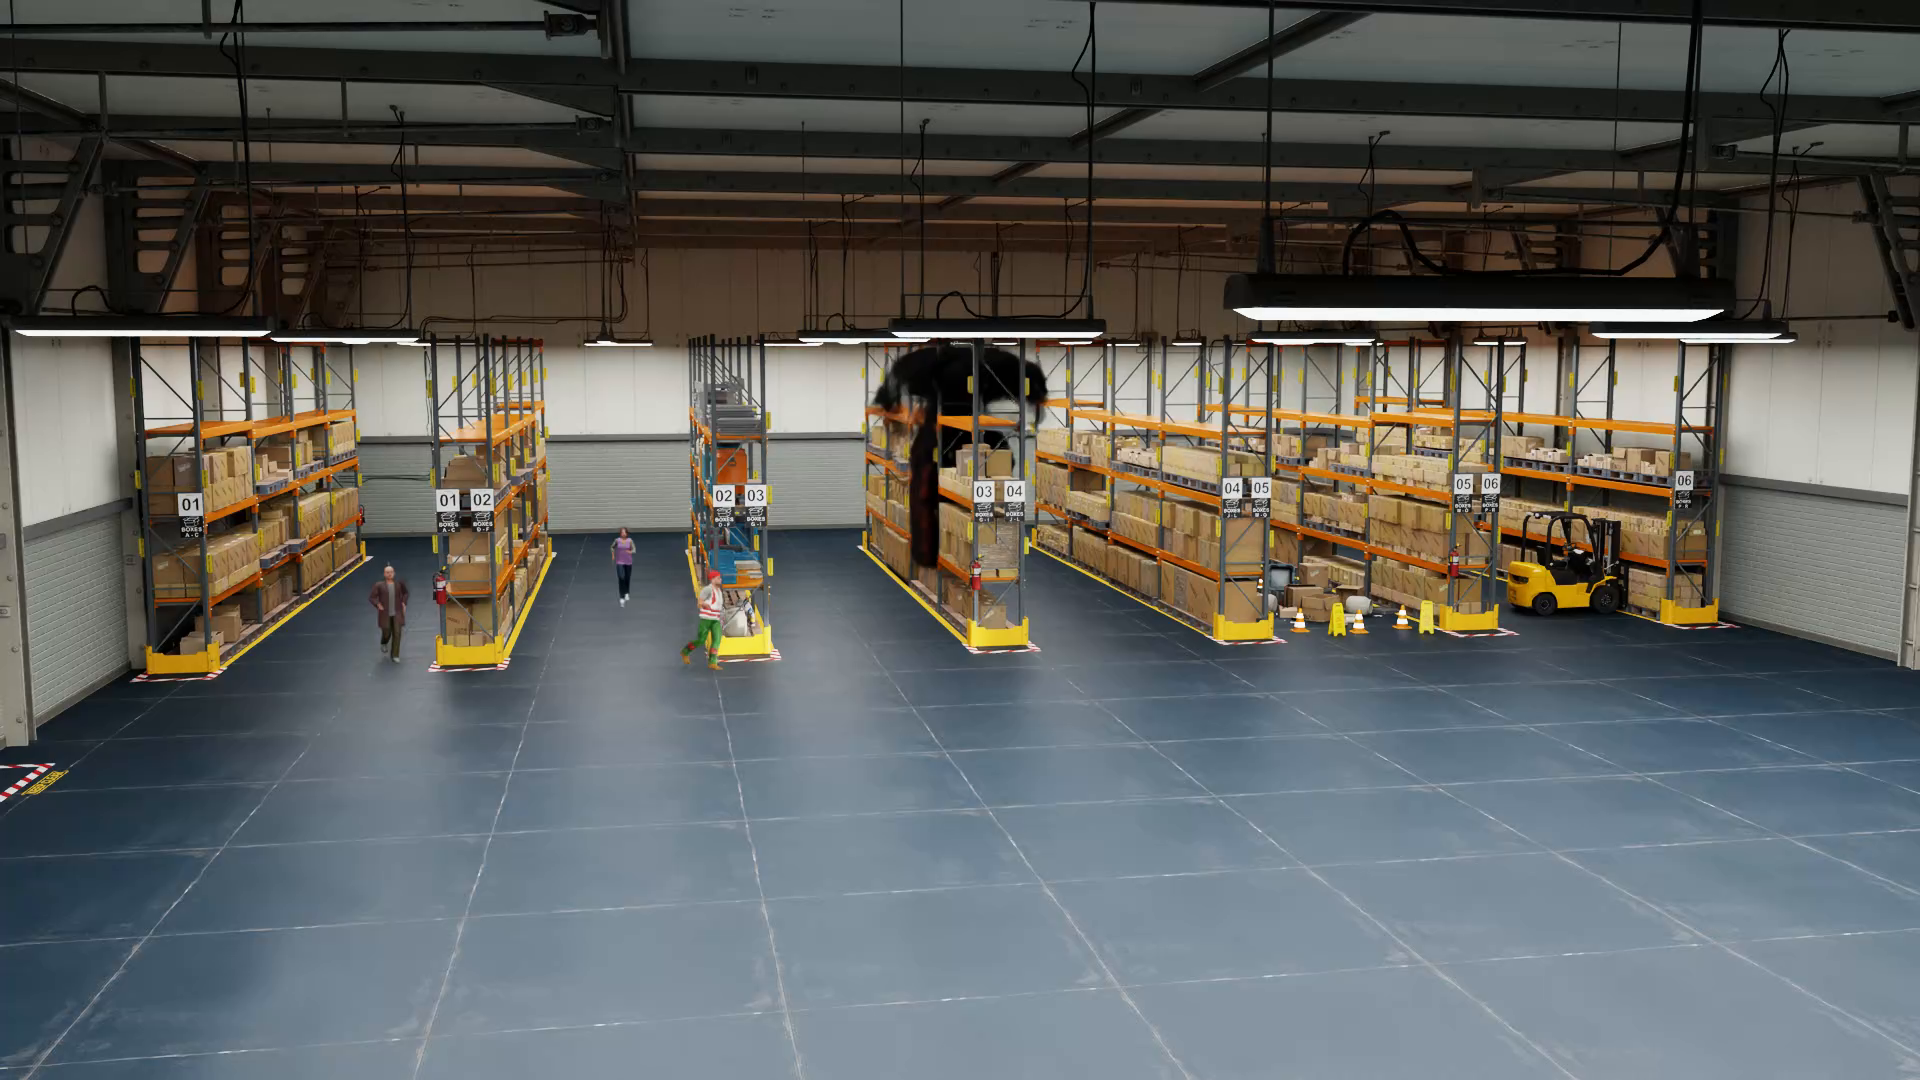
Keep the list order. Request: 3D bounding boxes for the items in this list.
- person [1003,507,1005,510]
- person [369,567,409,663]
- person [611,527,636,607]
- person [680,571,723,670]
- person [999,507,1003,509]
[{"bbox_3d":[1.035,-0.542,47.795,0.662,1.603,0.593,2,7,16],"label":"person"},{"bbox_3d":[-10.445,1.359,30.530,0.712,1.736,0.914,-3,7,-28],"label":"person"},{"bbox_3d":[-7.196,0.558,35.632,0.510,1.672,0.698,-2,7,-18],"label":"person"},{"bbox_3d":[-4.516,1.425,30.000,0.942,1.744,0.681,4,8,31],"label":"person"},{"bbox_3d":[0.973,-0.063,40.493,0.686,1.795,0.852,-1,7,-6],"label":"person"}]
